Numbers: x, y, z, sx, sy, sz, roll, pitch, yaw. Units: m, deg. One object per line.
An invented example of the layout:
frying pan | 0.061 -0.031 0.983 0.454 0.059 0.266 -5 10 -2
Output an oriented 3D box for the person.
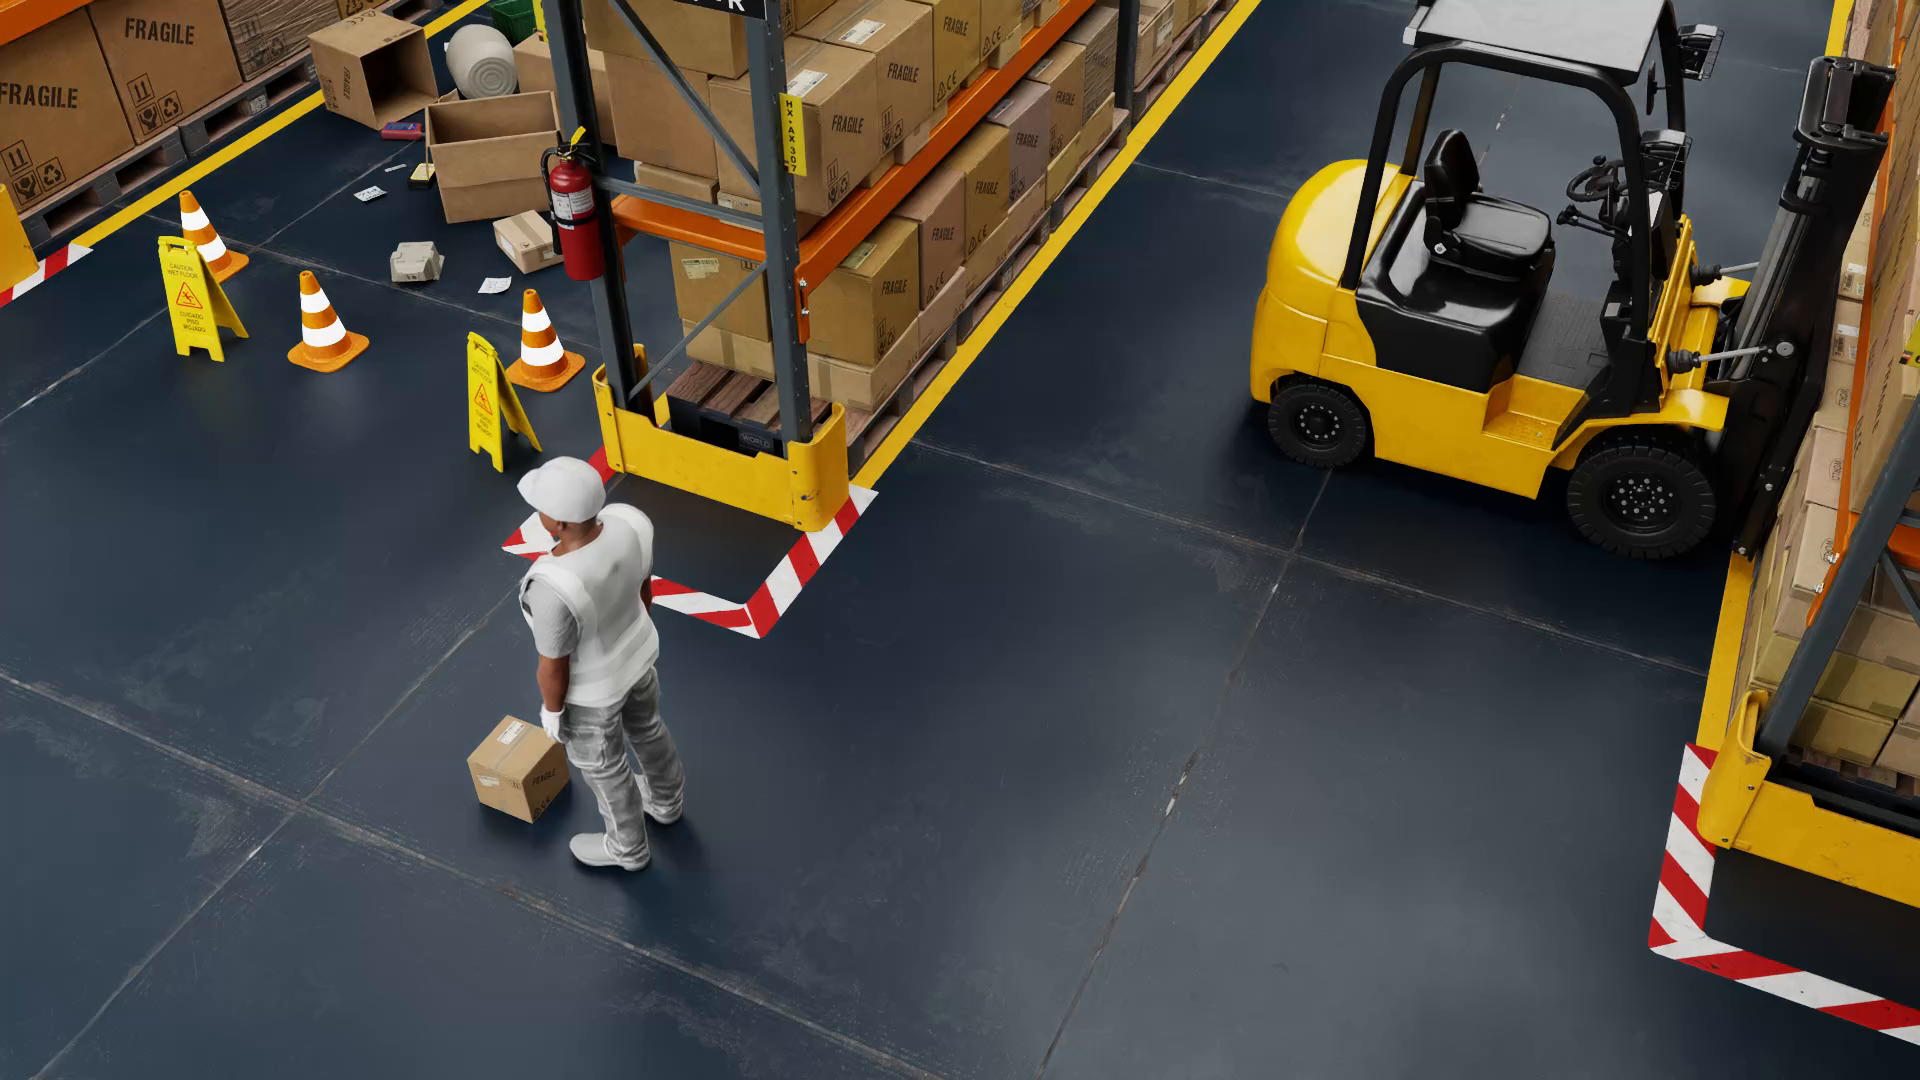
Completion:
person | -1.232 0.432 5.635 0.362 1.785 0.548 19 45 20
